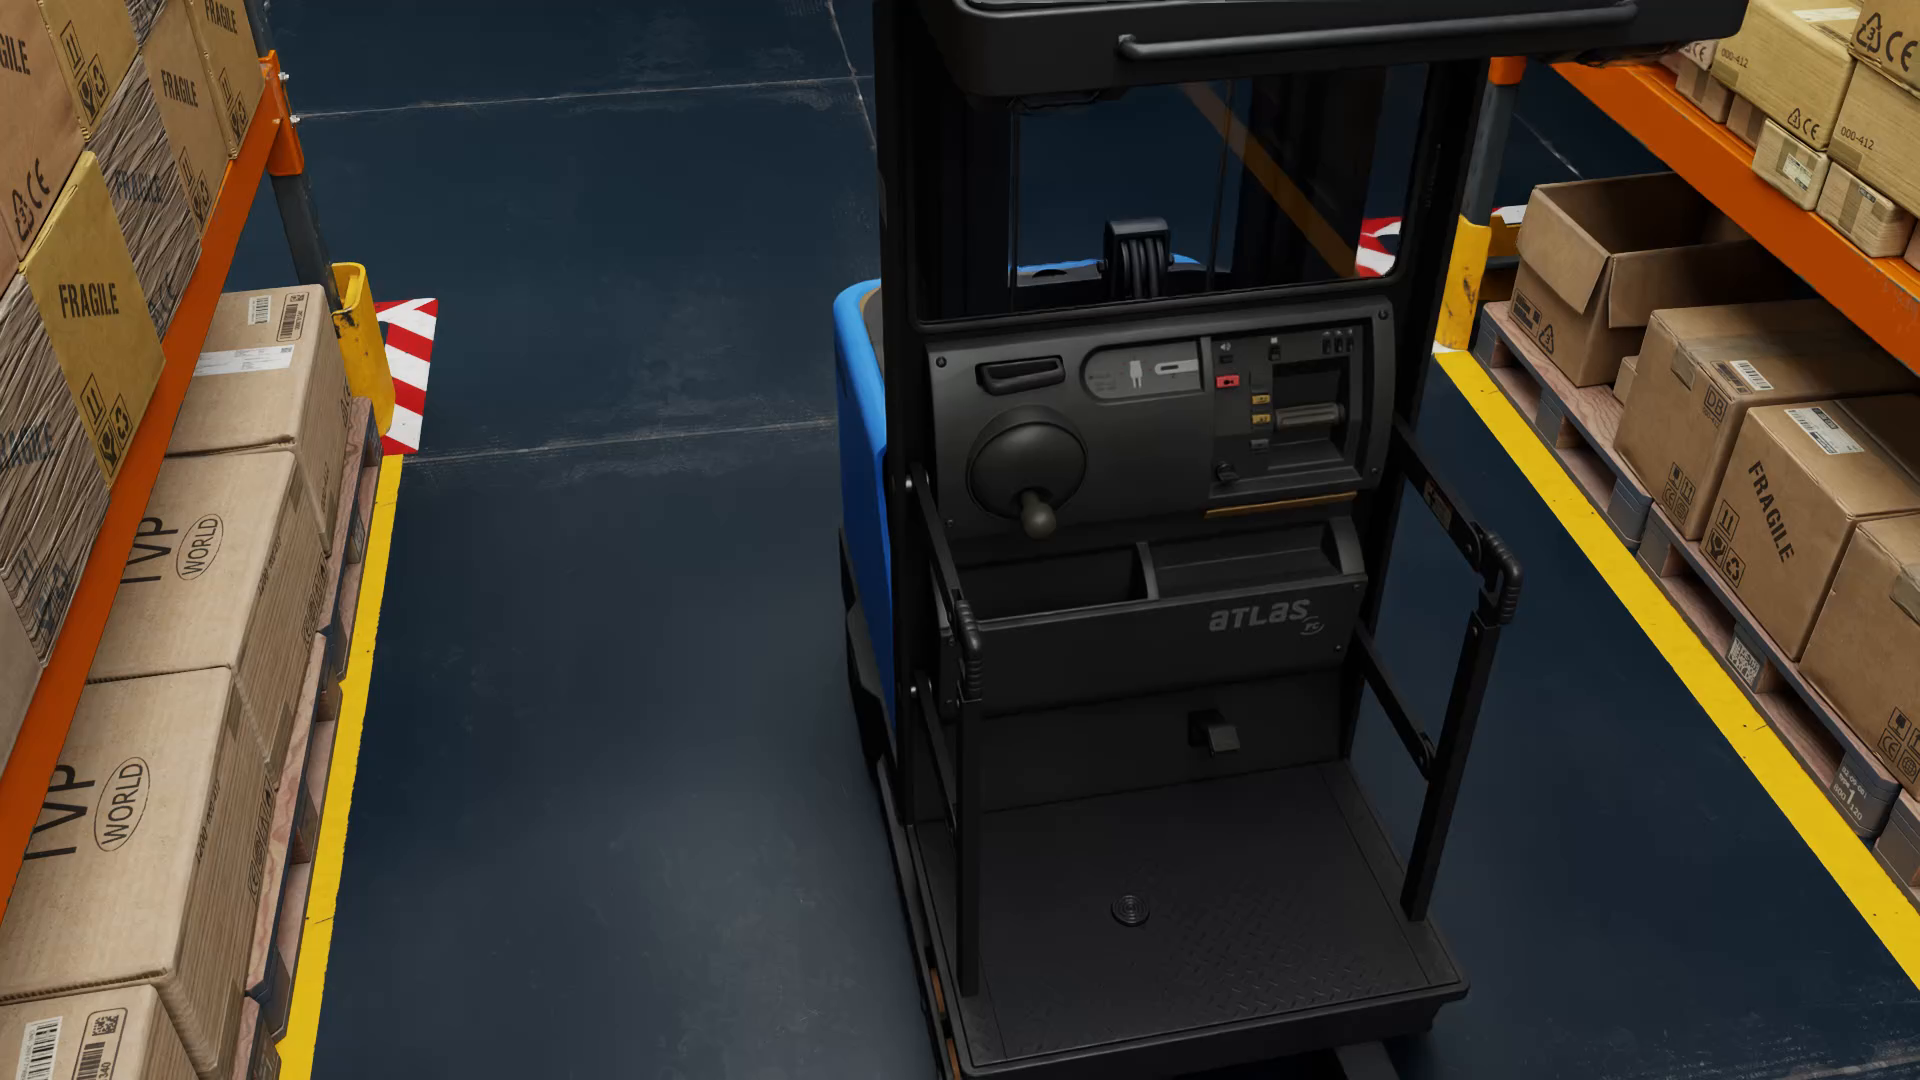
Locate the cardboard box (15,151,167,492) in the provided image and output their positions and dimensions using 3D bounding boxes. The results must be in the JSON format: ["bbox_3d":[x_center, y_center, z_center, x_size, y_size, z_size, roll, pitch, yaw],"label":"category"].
[{"bbox_3d":[-1.938,-0.409,3.250,0.500,0.500,0.500,-5,38,-7],"label":"cardboard box"}]

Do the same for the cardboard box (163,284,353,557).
[{"bbox_3d":[-2.345,-0.324,4.968,0.875,0.438,0.875,-7,38,-9],"label":"cardboard box"}]

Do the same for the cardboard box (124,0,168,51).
[{"bbox_3d":[-2.120,-1.414,3.728,0.500,0.500,0.500,-6,38,-8],"label":"cardboard box"}]

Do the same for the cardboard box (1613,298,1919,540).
[{"bbox_3d":[2.452,-0.372,4.979,0.700,0.500,0.500,-5,38,-6],"label":"cardboard box"}]

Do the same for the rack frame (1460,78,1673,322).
[{"bbox_3d":[2.327,-2.094,5.500,1.000,3.000,0.127,-6,38,-8],"label":"rack frame"}]

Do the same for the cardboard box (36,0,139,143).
[{"bbox_3d":[-2.037,-1.115,3.343,0.500,0.500,0.500,-6,38,-8],"label":"cardboard box"}]

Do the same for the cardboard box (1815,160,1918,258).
[{"bbox_3d":[2.357,-0.826,4.073,0.380,0.149,0.250,-5,38,-7],"label":"cardboard box"}]

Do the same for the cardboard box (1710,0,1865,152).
[{"bbox_3d":[2.322,-1.238,4.279,0.500,0.250,0.500,-7,38,-9],"label":"cardboard box"}]

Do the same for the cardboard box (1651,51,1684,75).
[{"bbox_3d":[2.285,-1.463,4.893,0.380,0.149,0.250,-7,38,-9],"label":"cardboard box"}]

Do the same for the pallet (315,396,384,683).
[{"bbox_3d":[-2.342,0.018,5.054,1.003,0.211,1.213,-6,38,-8],"label":"pallet"}]

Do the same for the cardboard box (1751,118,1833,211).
[{"bbox_3d":[2.291,-0.983,4.275,0.380,0.149,0.250,-7,38,-9],"label":"cardboard box"}]

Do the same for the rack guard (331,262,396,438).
[{"bbox_3d":[-2.564,-0.585,5.595,1.175,0.500,0.348,-6,38,-8],"label":"rack guard"}]

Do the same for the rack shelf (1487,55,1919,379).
[{"bbox_3d":[2.677,-0.601,4.166,1.077,0.370,4.000,-6,38,-8],"label":"rack shelf"}]

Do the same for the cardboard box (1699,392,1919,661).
[{"bbox_3d":[2.446,-0.042,4.554,0.500,0.500,0.500,-6,38,-7],"label":"cardboard box"}]

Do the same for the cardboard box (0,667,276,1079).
[{"bbox_3d":[-2.020,0.773,3.556,0.875,0.438,0.875,-7,38,-9],"label":"cardboard box"}]

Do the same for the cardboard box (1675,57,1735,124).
[{"bbox_3d":[2.269,-1.303,4.688,0.380,0.149,0.250,-5,38,-7],"label":"cardboard box"}]

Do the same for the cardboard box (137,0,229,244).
[{"bbox_3d":[-2.141,-1.029,4.048,0.500,0.500,0.500,-7,38,-9],"label":"cardboard box"}]

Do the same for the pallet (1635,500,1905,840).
[{"bbox_3d":[2.691,0.270,4.730,1.003,0.211,1.213,-6,38,-8],"label":"pallet"}]

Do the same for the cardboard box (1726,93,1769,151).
[{"bbox_3d":[2.321,-1.144,4.482,0.380,0.149,0.250,-6,38,-7],"label":"cardboard box"}]

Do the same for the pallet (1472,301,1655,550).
[{"bbox_3d":[2.481,-0.465,5.677,1.003,0.211,1.213,-6,38,-8],"label":"pallet"}]

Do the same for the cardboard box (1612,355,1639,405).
[{"bbox_3d":[2.377,-0.493,5.421,0.380,0.149,0.250,-8,38,-10],"label":"cardboard box"}]

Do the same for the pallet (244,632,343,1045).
[{"bbox_3d":[-2.132,0.754,4.108,1.003,0.211,1.213,-6,38,-8],"label":"pallet"}]

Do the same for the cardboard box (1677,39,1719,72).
[{"bbox_3d":[2.229,-1.544,4.673,0.500,0.250,0.500,-6,38,-7],"label":"cardboard box"}]

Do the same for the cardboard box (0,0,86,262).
[{"bbox_3d":[-1.950,-0.811,2.952,0.500,0.500,0.500,-6,38,-8],"label":"cardboard box"}]

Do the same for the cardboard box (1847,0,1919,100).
[{"bbox_3d":[2.404,-1.239,3.668,0.500,0.500,0.500,-5,38,-7],"label":"cardboard box"}]

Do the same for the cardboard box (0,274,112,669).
[{"bbox_3d":[-1.848,-0.098,2.850,0.500,0.500,0.500,-6,38,-8],"label":"cardboard box"}]

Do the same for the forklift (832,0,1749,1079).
[{"bbox_3d":[0.446,-0.162,3.070,1.130,2.935,3.031,-7,38,-9],"label":"forklift"}]

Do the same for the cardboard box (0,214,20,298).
[{"bbox_3d":[-1.864,-0.506,2.560,0.500,0.500,0.500,-6,38,-7],"label":"cardboard box"}]

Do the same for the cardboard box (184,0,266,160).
[{"bbox_3d":[-2.214,-1.334,4.441,0.500,0.500,0.500,-6,38,-8],"label":"cardboard box"}]

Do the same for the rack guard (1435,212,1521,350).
[{"bbox_3d":[2.340,-1.061,6.208,1.175,0.500,0.348,-6,38,-8],"label":"rack guard"}]

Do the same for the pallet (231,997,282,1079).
[{"bbox_3d":[-1.915,1.492,3.157,1.003,0.211,1.213,-6,38,-8],"label":"pallet"}]

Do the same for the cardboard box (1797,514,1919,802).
[{"bbox_3d":[2.634,0.255,4.172,0.700,0.500,0.500,-8,38,-10],"label":"cardboard box"}]

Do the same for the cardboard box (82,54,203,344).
[{"bbox_3d":[-2.041,-0.720,3.650,0.500,0.500,0.500,-5,38,-7],"label":"cardboard box"}]

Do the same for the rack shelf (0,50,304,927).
[{"bbox_3d":[-2.209,-0.065,3.476,1.077,0.370,4.000,-6,38,-8],"label":"rack shelf"}]

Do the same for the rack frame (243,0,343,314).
[{"bbox_3d":[-2.560,-1.557,4.810,1.000,3.000,0.127,-6,38,-8],"label":"rack frame"}]

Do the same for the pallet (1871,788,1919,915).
[{"bbox_3d":[2.908,1.009,3.780,1.003,0.211,1.213,-6,38,-8],"label":"pallet"}]

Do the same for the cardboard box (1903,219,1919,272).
[{"bbox_3d":[2.470,-0.678,3.882,0.380,0.149,0.250,-6,38,-8],"label":"cardboard box"}]

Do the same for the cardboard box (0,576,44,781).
[{"bbox_3d":[-1.767,0.203,2.462,0.500,0.500,0.500,-6,38,-8],"label":"cardboard box"}]

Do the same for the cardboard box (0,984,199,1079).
[{"bbox_3d":[-1.863,1.314,2.860,0.875,0.438,0.875,-7,38,-9],"label":"cardboard box"}]

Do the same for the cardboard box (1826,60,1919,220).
[{"bbox_3d":[2.432,-0.932,3.884,0.500,0.250,0.500,-7,38,-9],"label":"cardboard box"}]

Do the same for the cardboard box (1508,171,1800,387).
[{"bbox_3d":[2.341,-0.894,5.648,0.797,0.503,0.637,-8,38,-10],"label":"cardboard box"}]

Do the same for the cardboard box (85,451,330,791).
[{"bbox_3d":[-2.177,0.228,4.257,0.875,0.438,0.875,-5,38,-7],"label":"cardboard box"}]
